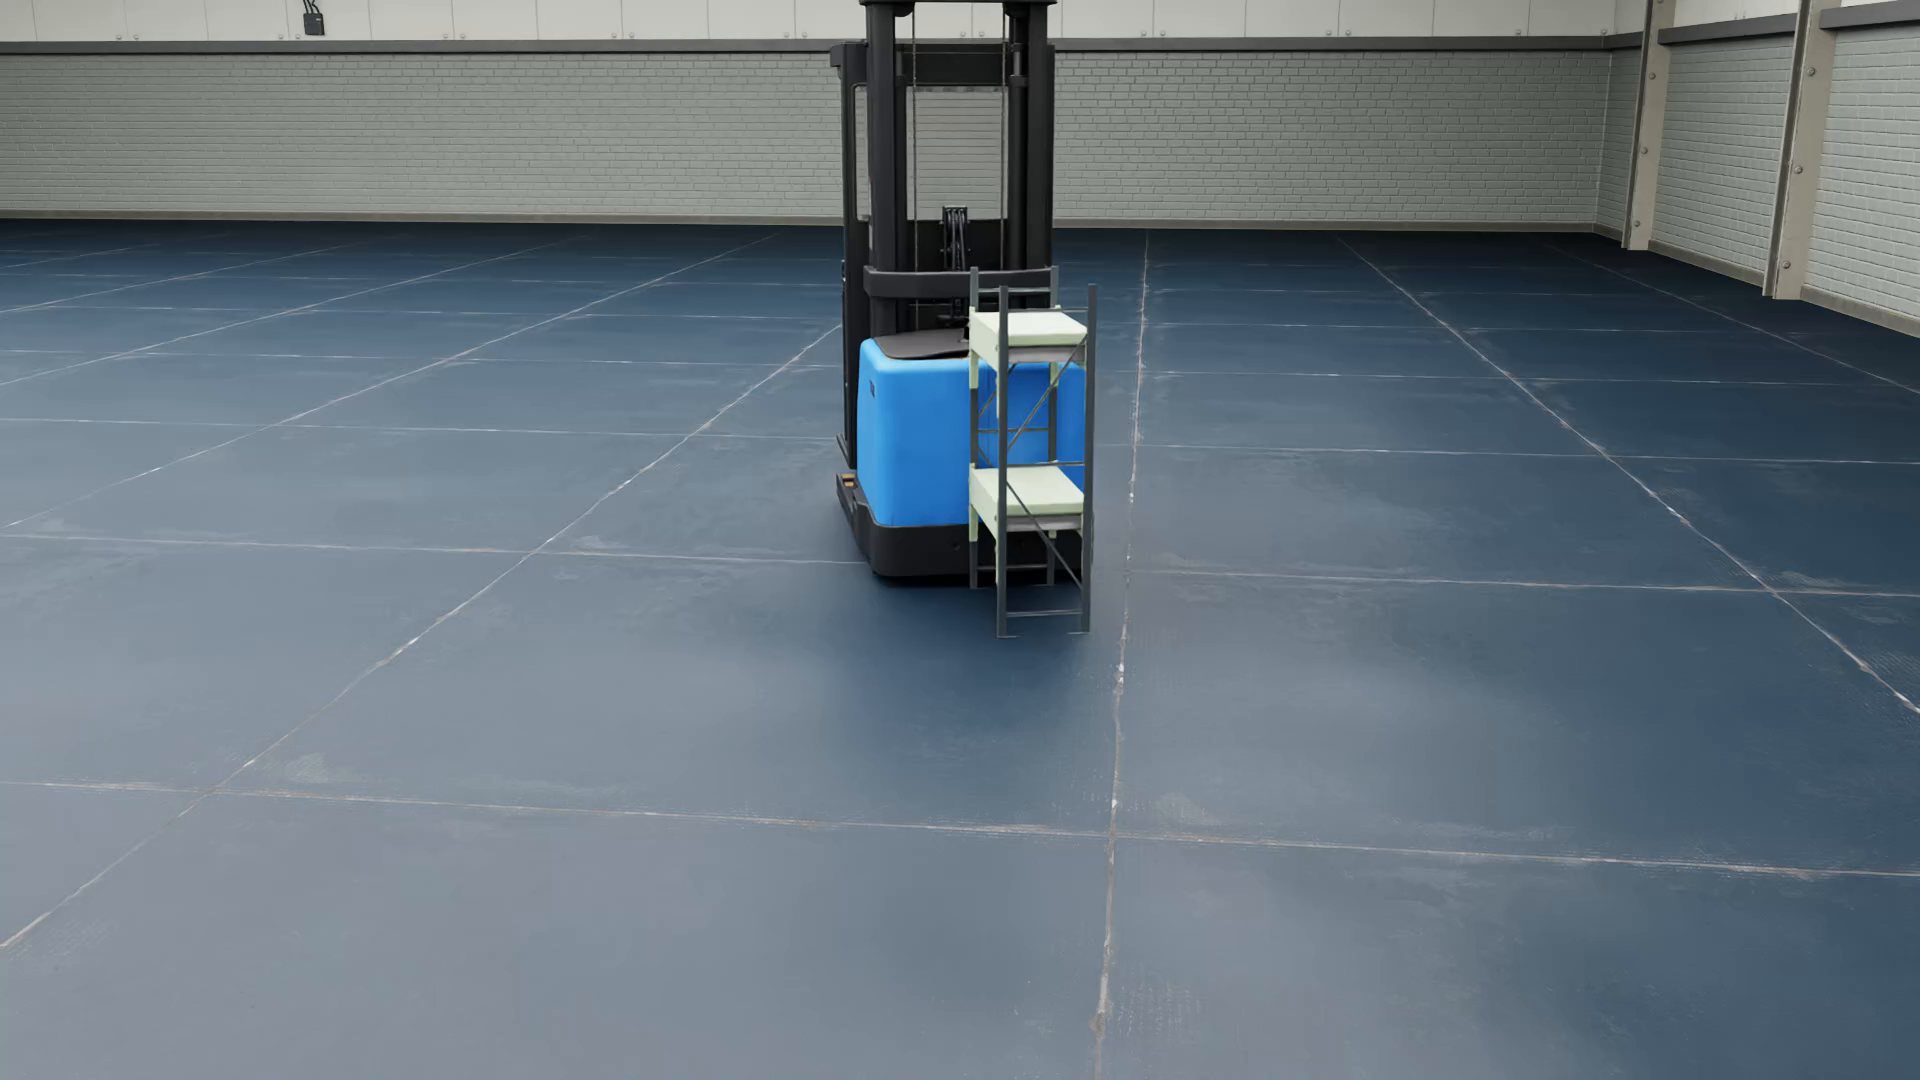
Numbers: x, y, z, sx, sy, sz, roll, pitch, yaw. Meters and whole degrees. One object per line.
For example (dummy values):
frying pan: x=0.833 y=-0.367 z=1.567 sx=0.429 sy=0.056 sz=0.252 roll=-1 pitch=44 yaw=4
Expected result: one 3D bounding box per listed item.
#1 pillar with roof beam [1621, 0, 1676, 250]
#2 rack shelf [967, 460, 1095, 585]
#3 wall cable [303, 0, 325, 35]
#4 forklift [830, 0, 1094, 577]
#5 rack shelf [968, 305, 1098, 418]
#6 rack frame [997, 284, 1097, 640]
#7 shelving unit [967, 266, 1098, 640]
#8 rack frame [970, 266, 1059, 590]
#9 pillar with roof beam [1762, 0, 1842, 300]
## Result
pillar with roof beam: x=5.709 y=-8.776 z=23.876 sx=9.100 sy=9.000 sz=0.400 roll=2 pitch=15 yaw=6
rack shelf: x=0.302 y=-0.090 z=7.370 sx=0.431 sy=0.370 sz=0.720 roll=-2 pitch=15 yaw=-9
wall cable: x=-10.235 y=-11.660 z=28.027 sx=2.305 sy=6.003 sz=0.169 roll=2 pitch=15 yaw=6
forklift: x=-0.100 y=-1.582 z=8.897 sx=1.130 sy=2.935 sz=3.031 roll=-2 pitch=15 yaw=-9
rack shelf: x=0.302 y=-0.781 z=7.183 sx=0.431 sy=0.370 sz=0.720 roll=-2 pitch=15 yaw=-9
rack frame: x=0.358 y=-0.310 z=6.936 sx=0.400 sy=1.500 sz=0.023 roll=-2 pitch=15 yaw=-9
shelving unit: x=0.302 y=-0.405 z=7.285 sx=0.431 sy=1.500 sz=0.755 roll=-2 pitch=15 yaw=-9
rack frame: x=0.245 y=-0.499 z=7.634 sx=0.400 sy=1.500 sz=0.023 roll=-2 pitch=15 yaw=-9
pillar with roof beam: x=5.032 y=-7.219 z=18.121 sx=9.100 sy=9.000 sz=0.400 roll=2 pitch=15 yaw=6
